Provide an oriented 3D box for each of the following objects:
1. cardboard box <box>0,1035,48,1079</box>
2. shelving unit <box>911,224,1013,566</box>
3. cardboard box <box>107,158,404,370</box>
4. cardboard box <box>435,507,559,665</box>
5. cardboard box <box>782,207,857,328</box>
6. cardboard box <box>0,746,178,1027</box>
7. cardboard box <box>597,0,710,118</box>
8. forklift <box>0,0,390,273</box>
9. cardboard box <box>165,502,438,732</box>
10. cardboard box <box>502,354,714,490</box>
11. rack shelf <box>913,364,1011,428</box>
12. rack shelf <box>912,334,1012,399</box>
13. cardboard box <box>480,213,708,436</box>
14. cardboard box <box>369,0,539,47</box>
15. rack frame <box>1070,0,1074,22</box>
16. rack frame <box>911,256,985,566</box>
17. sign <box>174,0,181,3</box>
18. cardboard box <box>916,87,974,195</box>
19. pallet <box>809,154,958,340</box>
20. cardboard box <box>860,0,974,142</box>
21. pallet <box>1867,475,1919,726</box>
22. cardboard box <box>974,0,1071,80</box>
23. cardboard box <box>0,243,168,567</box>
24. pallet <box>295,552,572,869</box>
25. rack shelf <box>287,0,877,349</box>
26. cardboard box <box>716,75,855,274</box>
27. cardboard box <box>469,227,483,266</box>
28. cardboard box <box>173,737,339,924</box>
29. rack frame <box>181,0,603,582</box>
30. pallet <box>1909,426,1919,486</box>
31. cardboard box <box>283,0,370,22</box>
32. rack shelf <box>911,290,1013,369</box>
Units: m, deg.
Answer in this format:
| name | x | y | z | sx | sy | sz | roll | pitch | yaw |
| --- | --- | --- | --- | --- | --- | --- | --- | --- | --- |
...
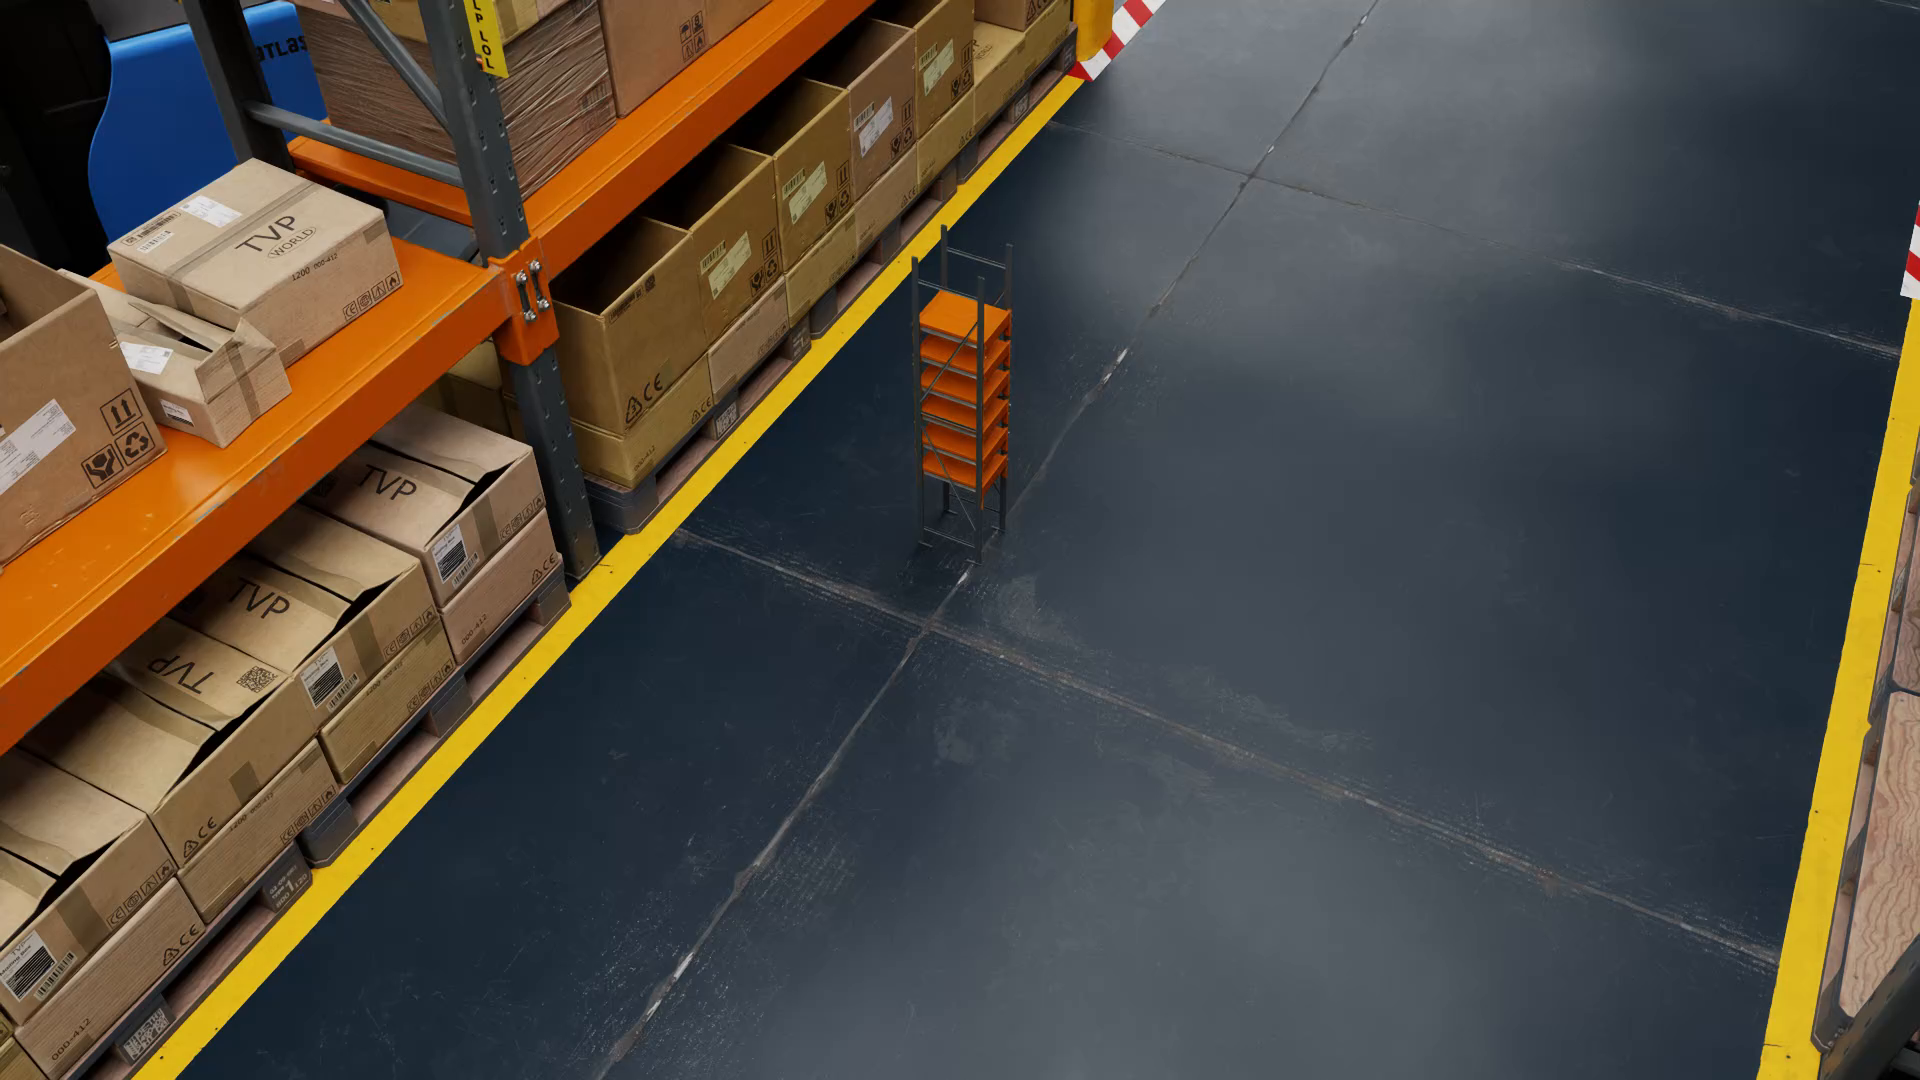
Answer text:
| name | x | y | z | sx | sy | sz | roll | pitch | yaw |
| --- | --- | --- | --- | --- | --- | --- | --- | --- | --- |
| cardboard box | -2.579 | 1.344 | 3.951 | 0.500 | 0.250 | 0.500 | 19 | 48 | 18 |
| shelving unit | 0.007 | -0.431 | 5.332 | 0.258 | 1.200 | 0.189 | 20 | 49 | 19 |
| cardboard box | -1.884 | -0.738 | 4.476 | 0.500 | 0.250 | 0.500 | 23 | 50 | 21 |
| cardboard box | -1.630 | 0.060 | 5.219 | 0.500 | 0.250 | 0.500 | 20 | 49 | 19 |
| cardboard box | -0.737 | -1.115 | 6.381 | 0.500 | 0.250 | 0.500 | 20 | 49 | 19 |
| cardboard box | -2.335 | 0.815 | 4.079 | 0.500 | 0.311 | 0.500 | 20 | 49 | 19 |
| cardboard box | -1.255 | -1.767 | 5.317 | 0.700 | 0.500 | 0.500 | 20 | 49 | 19 |
| forklift | -3.931 | -2.082 | 5.747 | 3.031 | 2.935 | 1.130 | -24 | 50 | -22 |
| cardboard box | -1.864 | 0.186 | 4.701 | 0.500 | 0.311 | 0.500 | 22 | 49 | 20 |
| cardboard box | -1.210 | -0.489 | 5.762 | 0.500 | 0.250 | 0.500 | 20 | 49 | 19 |
| rack shelf | 0.007 | -0.484 | 5.279 | 0.258 | 0.103 | 0.180 | 20 | 49 | 19 |
| rack shelf | 0.007 | -0.568 | 5.193 | 0.258 | 0.103 | 0.180 | 20 | 49 | 19 |
| cardboard box | -1.202 | -0.749 | 5.492 | 0.500 | 0.500 | 0.500 | 20 | 49 | 19 |
| cardboard box | -1.398 | -1.484 | 4.581 | 0.380 | 0.149 | 0.250 | 20 | 49 | 19 |
| rack frame | 0.163 | -3.635 | 7.234 | 1.000 | 3.000 | 0.127 | 20 | 49 | 19 |
| rack frame | -0.036 | -0.373 | 5.275 | 0.240 | 1.200 | 0.006 | 20 | 49 | 19 |
| sign | -2.187 | -1.630 | 4.588 | 0.100 | 0.325 | 0.005 | 20 | 49 | 19 |
| cardboard box | -0.277 | -1.746 | 7.005 | 0.500 | 0.250 | 0.500 | 20 | 49 | 19 |
| pallet | -0.723 | -1.394 | 6.979 | 1.003 | 0.211 | 1.213 | 20 | 49 | 19 |
| cardboard box | -0.274 | -2.009 | 6.737 | 0.500 | 0.500 | 0.500 | 20 | 49 | 19 |
| pallet | 3.541 | 0.292 | 5.313 | 1.003 | 0.211 | 1.213 | 20 | 49 | 19 |
| cardboard box | 0.175 | -2.381 | 7.632 | 0.500 | 0.250 | 0.500 | 20 | 49 | 19 |
| cardboard box | -2.310 | -0.340 | 3.907 | 0.500 | 0.500 | 0.500 | 24 | 50 | 22 |
| pallet | -2.002 | 0.342 | 5.264 | 1.003 | 0.211 | 1.213 | 20 | 49 | 19 |
| rack shelf | -0.766 | -2.122 | 6.245 | 1.077 | 0.370 | 4.000 | 20 | 49 | 19 |
| cardboard box | -0.738 | -1.379 | 6.115 | 0.500 | 0.500 | 0.500 | 20 | 49 | 19 |
| cardboard box | -1.430 | -1.236 | 5.973 | 0.500 | 0.500 | 0.500 | 20 | 49 | 19 |
| cardboard box | -2.103 | 0.701 | 4.586 | 0.500 | 0.250 | 0.500 | 21 | 49 | 20 |
| rack frame | -1.694 | -1.115 | 4.743 | 1.000 | 3.000 | 0.127 | 20 | 49 | 19 |
| pallet | 4.108 | -0.474 | 6.070 | 1.003 | 0.211 | 1.213 | 20 | 49 | 19 |
| cardboard box | -1.758 | -1.621 | 4.716 | 0.380 | 0.149 | 0.250 | 20 | 49 | 19 |
| rack shelf | 0.007 | -0.653 | 5.108 | 0.258 | 0.103 | 0.180 | 20 | 49 | 19 |
